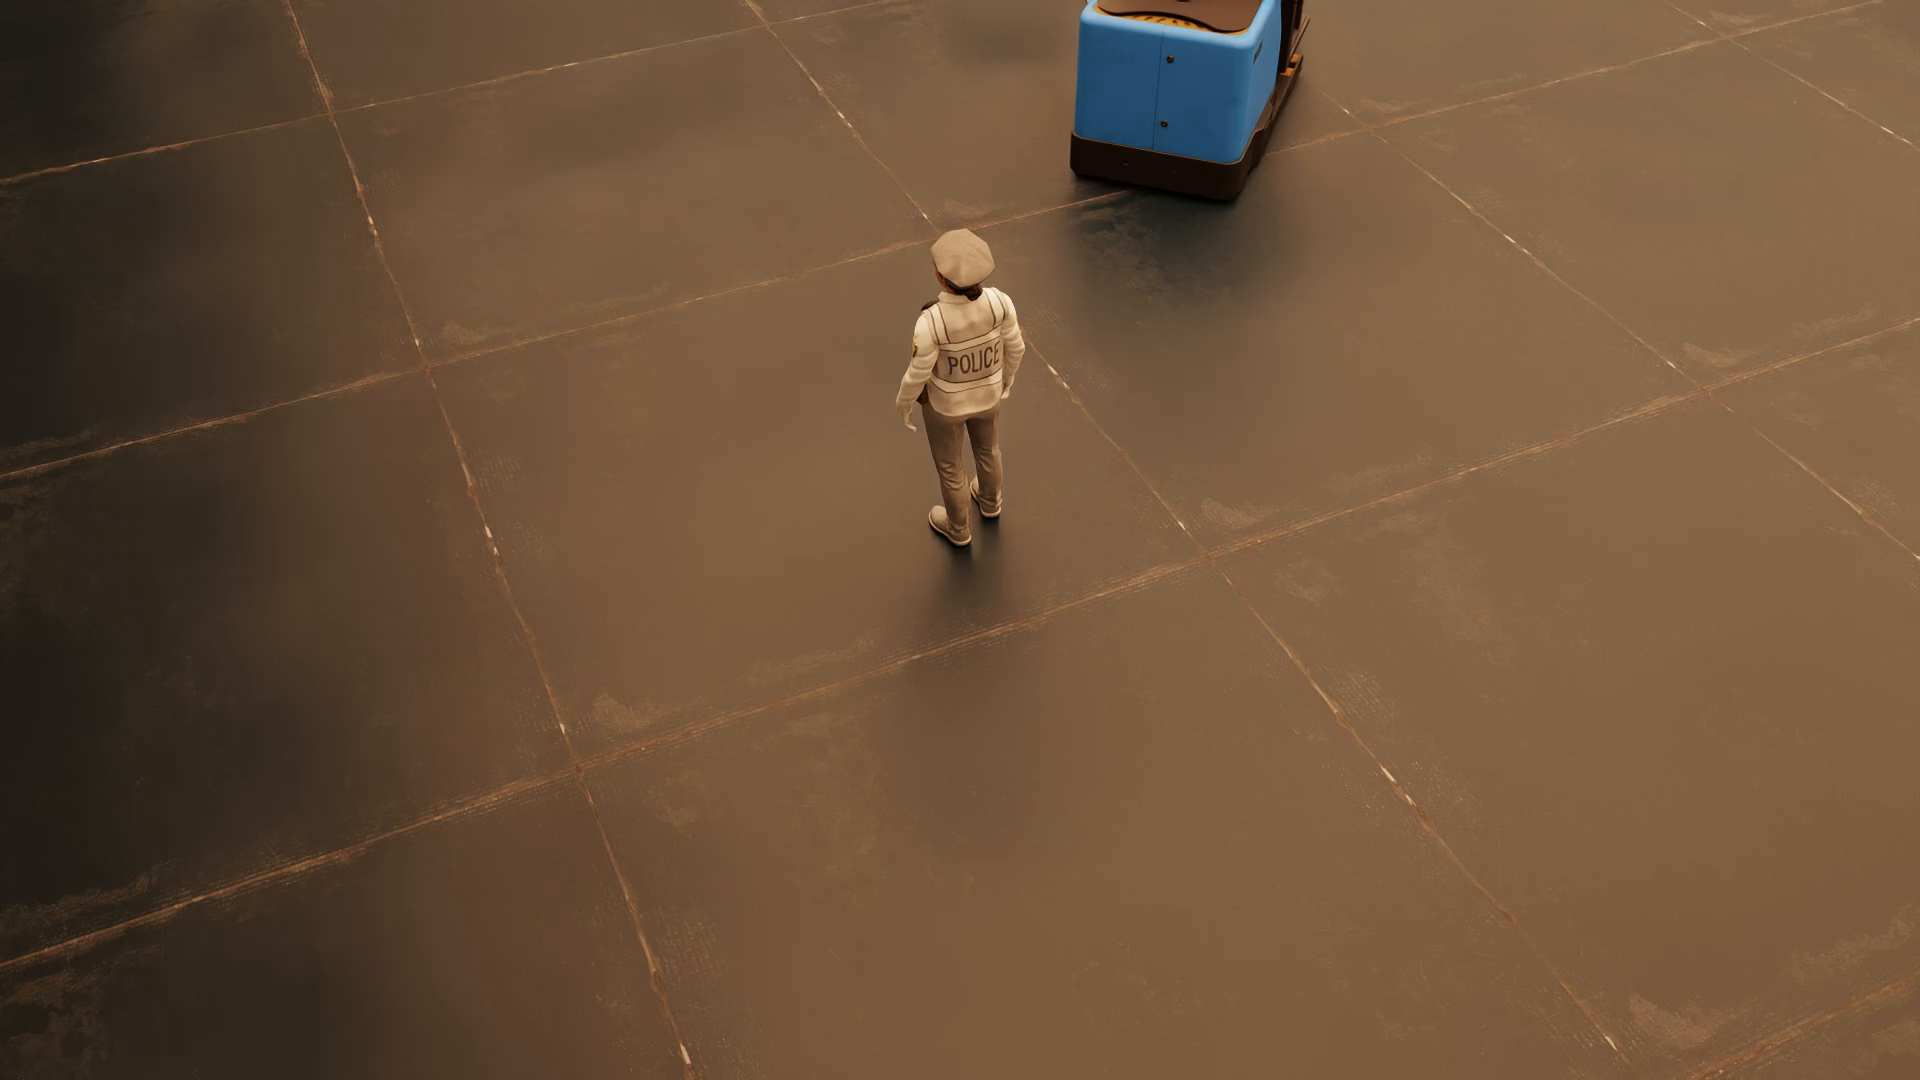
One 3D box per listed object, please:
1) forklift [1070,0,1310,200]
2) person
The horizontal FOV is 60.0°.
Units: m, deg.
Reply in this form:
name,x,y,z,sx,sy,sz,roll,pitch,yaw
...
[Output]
name,x,y,z,sx,sy,sz,roll,pitch,yaw
forklift,1.653,-4.114,10.088,1.130,2.935,3.031,14,45,15
person,-0.022,-0.668,7.292,0.588,1.696,0.533,-18,46,-18
